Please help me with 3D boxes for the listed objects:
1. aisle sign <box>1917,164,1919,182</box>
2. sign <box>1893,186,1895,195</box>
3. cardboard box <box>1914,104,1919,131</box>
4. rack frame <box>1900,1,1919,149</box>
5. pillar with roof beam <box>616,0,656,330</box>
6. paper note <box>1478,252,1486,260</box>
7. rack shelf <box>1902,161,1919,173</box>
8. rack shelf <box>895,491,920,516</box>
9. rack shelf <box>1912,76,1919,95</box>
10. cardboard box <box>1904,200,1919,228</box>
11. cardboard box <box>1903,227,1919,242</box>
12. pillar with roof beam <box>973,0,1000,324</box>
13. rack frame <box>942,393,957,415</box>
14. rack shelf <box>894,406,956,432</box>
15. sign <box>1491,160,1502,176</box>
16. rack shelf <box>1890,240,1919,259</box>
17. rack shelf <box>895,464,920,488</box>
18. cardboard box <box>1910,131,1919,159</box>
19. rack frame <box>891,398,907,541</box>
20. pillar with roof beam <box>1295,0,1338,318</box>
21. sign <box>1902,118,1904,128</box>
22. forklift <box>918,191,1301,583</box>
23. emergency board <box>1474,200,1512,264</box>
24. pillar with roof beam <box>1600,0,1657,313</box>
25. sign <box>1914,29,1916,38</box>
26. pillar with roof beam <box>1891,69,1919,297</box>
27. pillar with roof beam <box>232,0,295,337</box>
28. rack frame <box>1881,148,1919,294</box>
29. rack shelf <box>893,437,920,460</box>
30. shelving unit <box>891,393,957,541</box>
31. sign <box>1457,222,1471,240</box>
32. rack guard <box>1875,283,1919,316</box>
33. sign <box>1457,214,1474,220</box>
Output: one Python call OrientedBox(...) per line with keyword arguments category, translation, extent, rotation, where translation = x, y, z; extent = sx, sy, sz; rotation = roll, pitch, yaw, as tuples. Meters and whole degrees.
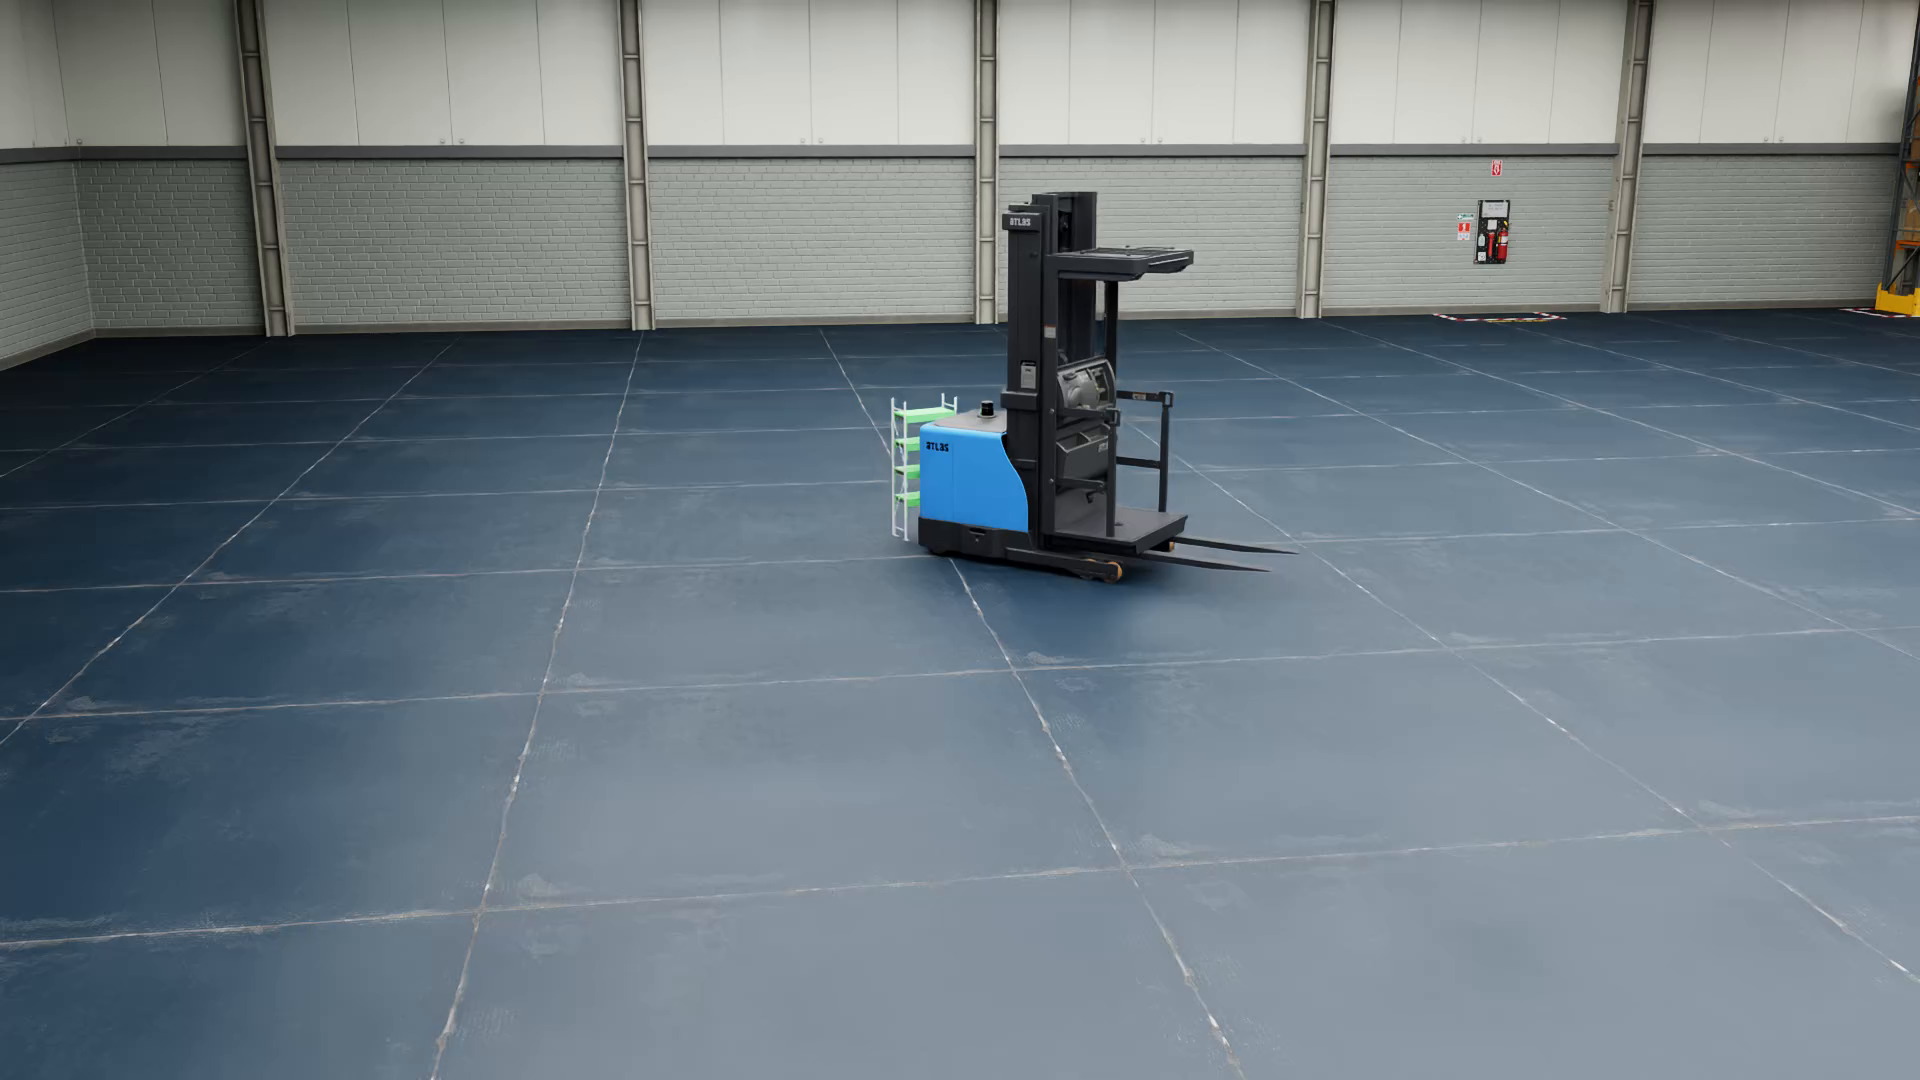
OrientedBox(category="aisle sign", translation=(17.669, -6.933, 30.357), extent=(0.004, 0.787, 0.394), rotation=(-2, 14, -8))
OrientedBox(category="sign", translation=(17.632, -6.596, 31.327), extent=(0.005, 0.325, 0.100), rotation=(-2, 14, -8))
OrientedBox(category="cardboard box", translation=(18.082, -7.824, 30.783), extent=(0.500, 0.500, 0.500), rotation=(-1, 14, -6))
OrientedBox(category="rack frame", translation=(17.695, -8.657, 30.241), extent=(0.127, 3.000, 1.000), rotation=(-2, 14, -8))
OrientedBox(category="pillar with roof beam", translation=(-4.833, -6.985, 23.575), extent=(0.400, 9.000, 9.100), rotation=(-2, 14, -8))
OrientedBox(category="paper note", translation=(9.691, -5.266, 30.862), extent=(0.142, 0.148, 0.016), rotation=(-2, 14, -8))
OrientedBox(category="rack shelf", translation=(19.673, -6.925, 30.983), extent=(4.000, 0.370, 1.077), rotation=(-2, 14, -8))
OrientedBox(category="rack shelf", translation=(-0.304, -0.333, 14.331), extent=(0.480, 0.148, 0.258), rotation=(-8, 16, -29))
OrientedBox(category="rack shelf", translation=(19.673, -8.379, 30.618), extent=(4.000, 0.370, 1.077), rotation=(-2, 14, -8))
OrientedBox(category="cardboard box", translation=(18.129, -6.116, 31.168), extent=(0.500, 0.500, 0.500), rotation=(-2, 14, -9))
OrientedBox(category="cardboard box", translation=(18.128, -5.748, 31.240), extent=(0.500, 0.250, 0.500), rotation=(-2, 14, -7))
OrientedBox(category="pillar with roof beam", translation=(1.101, -7.202, 24.442), extent=(0.400, 9.000, 9.100), rotation=(-2, 14, -8))
OrientedBox(category="rack frame", translation=(-0.092, -0.657, 14.375), extent=(0.015, 1.200, 0.240), rotation=(-8, 16, -29))
OrientedBox(category="rack shelf", translation=(-0.304, -1.031, 14.156), extent=(0.480, 0.148, 0.258), rotation=(-8, 16, -29))
OrientedBox(category="sign", translation=(9.853, -6.831, 30.527), extent=(0.199, 0.298, 0.001), rotation=(-2, 14, -8))
OrientedBox(category="rack shelf", translation=(19.673, -5.471, 31.348), extent=(4.000, 0.370, 1.077), rotation=(-2, 14, -8))
OrientedBox(category="rack shelf", translation=(-0.304, -0.565, 14.273), extent=(0.480, 0.148, 0.258), rotation=(-8, 16, -29))
OrientedBox(category="cardboard box", translation=(18.070, -7.336, 30.895), extent=(0.500, 0.500, 0.500), rotation=(-1, 14, -4))
OrientedBox(category="rack frame", translation=(-0.516, -0.598, 14.139), extent=(0.015, 1.200, 0.240), rotation=(-8, 16, -29))
OrientedBox(category="pillar with roof beam", translation=(7.034, -7.420, 25.309), extent=(0.400, 9.000, 9.100), rotation=(-2, 14, -8))
OrientedBox(category="sign", translation=(17.632, -7.766, 31.034), extent=(0.005, 0.325, 0.100), rotation=(-2, 14, -8))
OrientedBox(category="forklift", translation=(1.185, -1.234, 13.116), extent=(3.031, 2.935, 1.130), rotation=(8, 16, 30))
OrientedBox(category="emergency board", translation=(9.876, -5.683, 30.714), extent=(0.643, 1.169, 0.194), rotation=(-2, 14, -8))
OrientedBox(category="pillar with roof beam", translation=(12.967, -7.637, 26.176), extent=(0.400, 9.000, 9.100), rotation=(-2, 14, -8))
OrientedBox(category="sign", translation=(17.632, -9.321, 30.644), extent=(0.005, 0.325, 0.100), rotation=(-2, 14, -8))
OrientedBox(category="pillar with roof beam", translation=(18.900, -7.855, 27.043), extent=(0.400, 9.000, 9.100), rotation=(-2, 14, -8))
OrientedBox(category="pillar with roof beam", translation=(-10.766, -6.768, 22.708), extent=(0.400, 9.000, 9.100), rotation=(-2, 14, -8))
OrientedBox(category="rack frame", translation=(17.695, -5.747, 30.971), extent=(0.127, 3.000, 1.000), rotation=(-2, 14, -8))
OrientedBox(category="rack shelf", translation=(-0.304, -0.798, 14.214), extent=(0.480, 0.148, 0.258), rotation=(-8, 16, -29))
OrientedBox(category="shelving unit", translation=(-0.304, -0.627, 14.257), extent=(0.503, 1.200, 0.258), rotation=(-8, 16, -29))
OrientedBox(category="sign", translation=(9.314, -5.705, 30.729), extent=(0.234, 0.329, 0.001), rotation=(-2, 14, -8))
OrientedBox(category="rack guard", translation=(17.770, -4.537, 31.286), extent=(0.348, 0.500, 1.175), rotation=(-2, 14, -8))
OrientedBox(category="sign", translation=(9.320, -5.960, 30.657), extent=(0.331, 0.109, 0.001), rotation=(-2, 14, -8))
